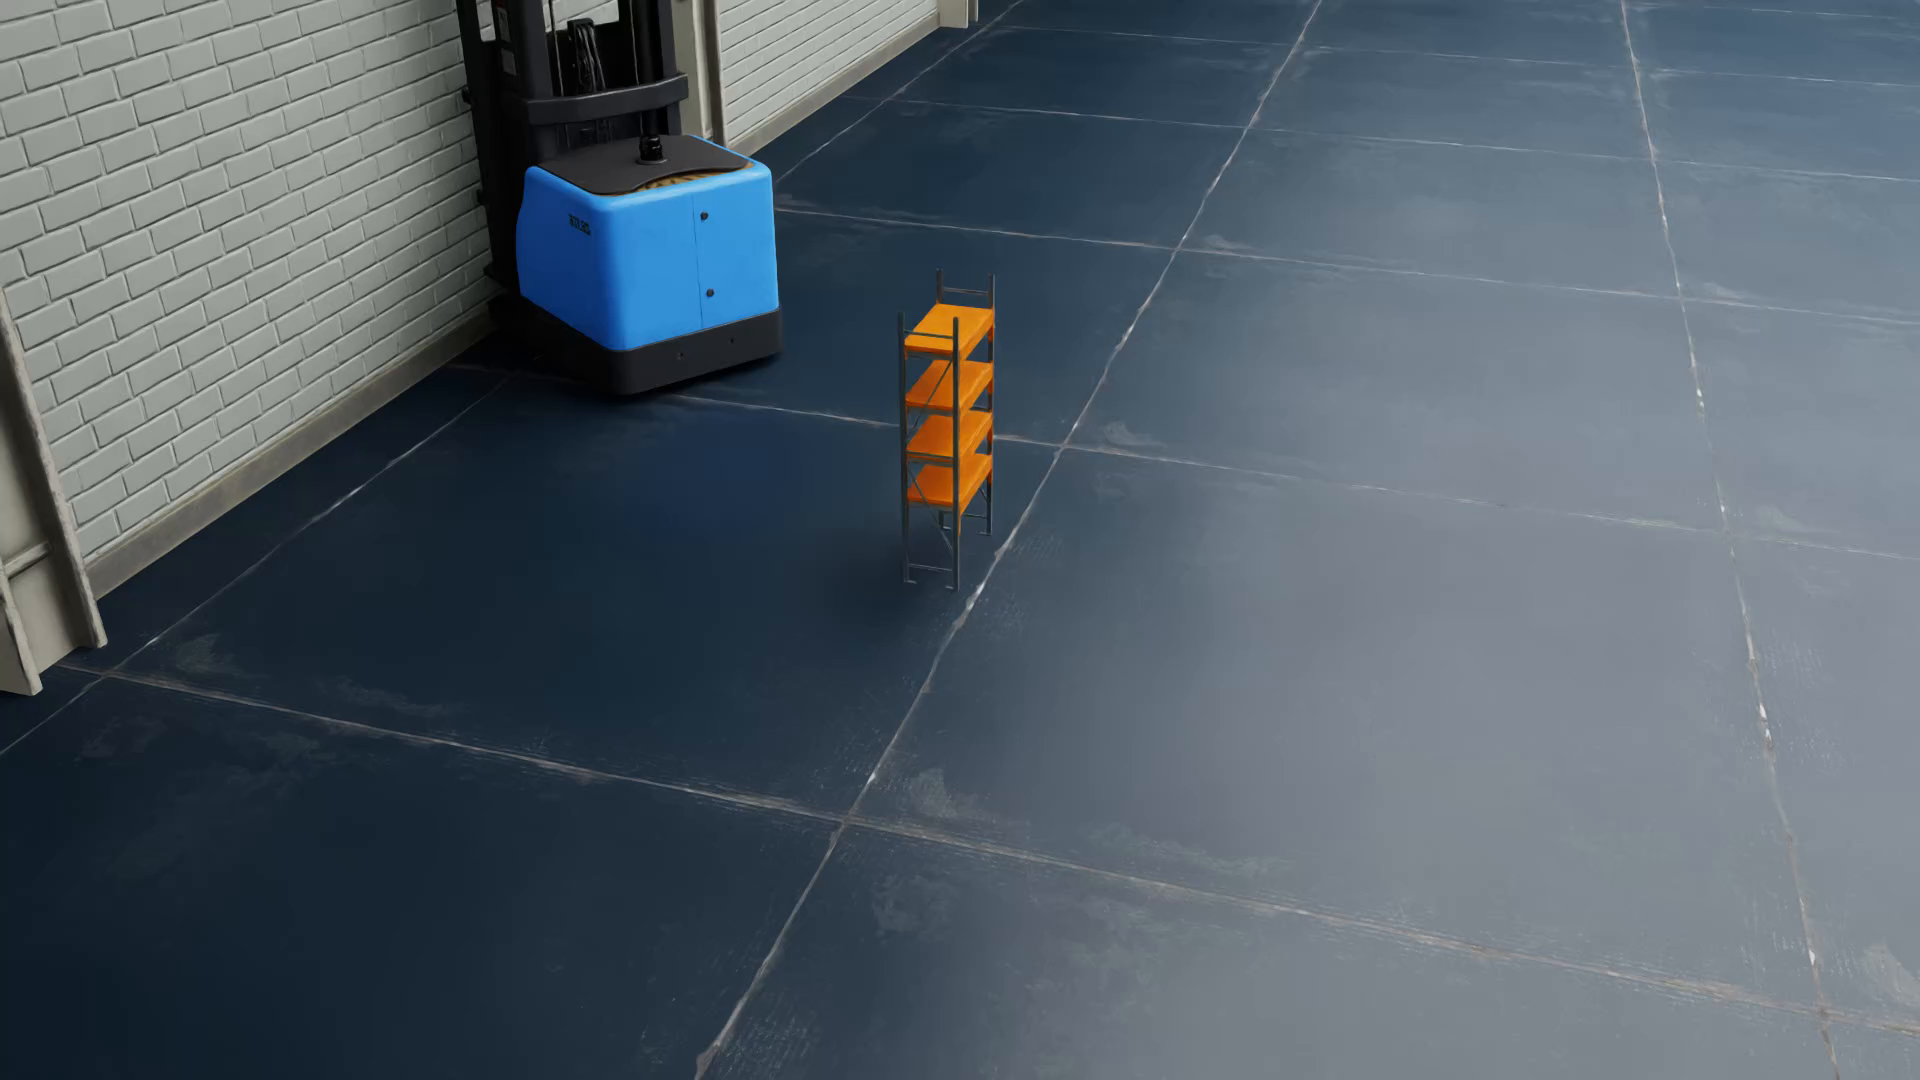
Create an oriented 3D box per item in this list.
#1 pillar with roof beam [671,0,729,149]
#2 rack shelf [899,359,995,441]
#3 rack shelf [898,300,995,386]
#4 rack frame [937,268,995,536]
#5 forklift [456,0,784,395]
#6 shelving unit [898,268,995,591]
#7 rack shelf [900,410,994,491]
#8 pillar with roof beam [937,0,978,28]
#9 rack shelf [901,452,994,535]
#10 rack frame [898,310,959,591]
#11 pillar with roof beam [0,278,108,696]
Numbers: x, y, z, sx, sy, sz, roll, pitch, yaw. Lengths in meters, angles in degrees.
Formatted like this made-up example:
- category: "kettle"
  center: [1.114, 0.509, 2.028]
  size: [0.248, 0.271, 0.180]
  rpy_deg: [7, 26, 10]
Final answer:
- category: "pillar with roof beam"
  center: [2.328, -5.638, 8.128]
  size: [9.100, 9.000, 0.400]
  rpy_deg: [8, 30, 15]
- category: "rack shelf"
  center: [-0.049, -0.584, 6.744]
  size: [0.258, 0.148, 0.480]
  rpy_deg: [8, 30, 15]
- category: "rack shelf"
  center: [-0.049, -0.791, 6.629]
  size: [0.258, 0.148, 0.480]
  rpy_deg: [8, 30, 15]
- category: "rack frame"
  center: [0.023, -0.561, 7.024]
  size: [0.240, 1.200, 0.015]
  rpy_deg: [8, 30, 15]
- category: "forklift"
  center: [-2.257, -2.663, 9.023]
  size: [1.130, 2.935, 3.031]
  rpy_deg: [-21, 35, -33]
- category: "shelving unit"
  center: [-0.049, -0.447, 6.820]
  size: [0.258, 1.200, 0.503]
  rpy_deg: [8, 30, 15]
- category: "rack shelf"
  center: [-0.049, -0.389, 6.853]
  size: [0.258, 0.148, 0.480]
  rpy_deg: [8, 30, 15]
- category: "pillar with roof beam"
  center: [4.089, -8.426, 13.140]
  size: [9.100, 9.000, 0.400]
  rpy_deg: [8, 30, 15]
- category: "rack shelf"
  center: [-0.049, -0.215, 6.949]
  size: [0.258, 0.148, 0.480]
  rpy_deg: [8, 30, 15]
- category: "rack frame"
  center: [-0.120, -0.334, 6.616]
  size: [0.240, 1.200, 0.015]
  rpy_deg: [8, 30, 15]
- category: "pillar with roof beam"
  center: [0.567, -2.850, 3.116]
  size: [9.100, 9.000, 0.400]
  rpy_deg: [8, 30, 15]
